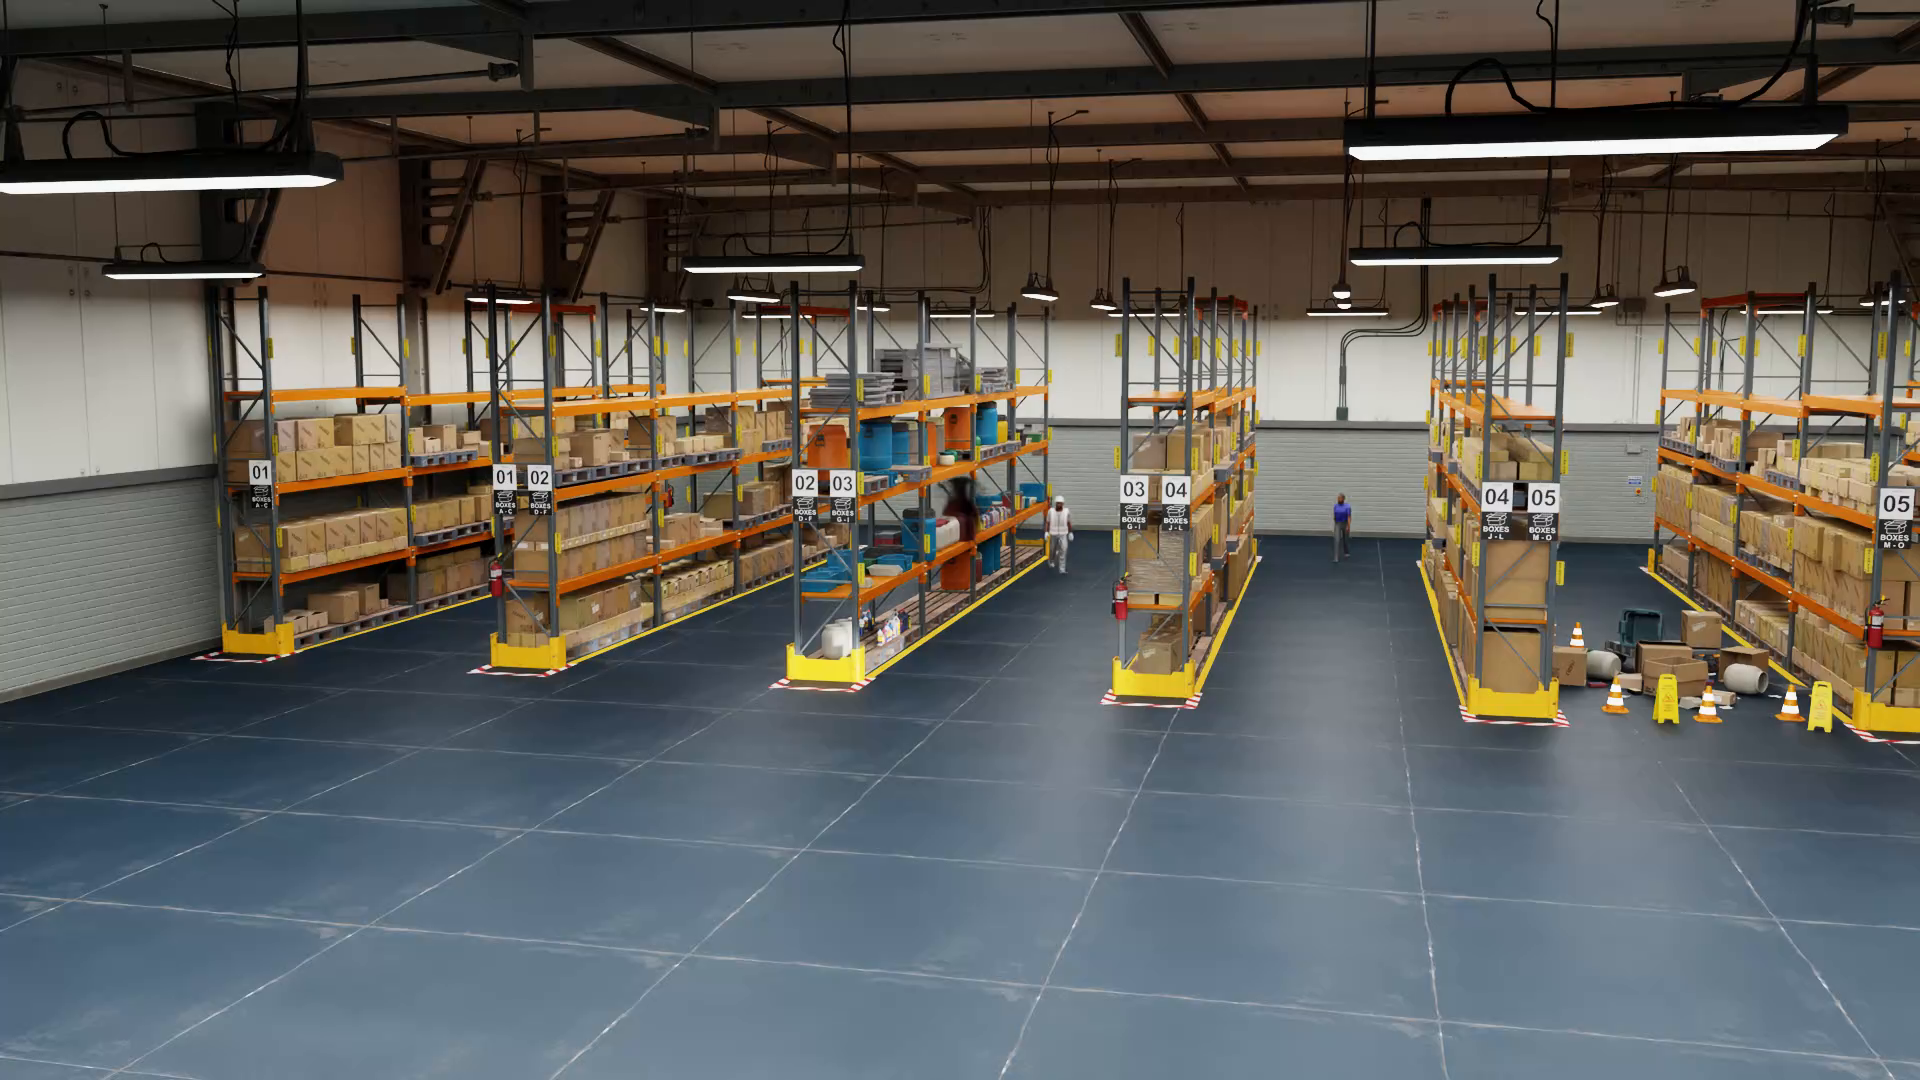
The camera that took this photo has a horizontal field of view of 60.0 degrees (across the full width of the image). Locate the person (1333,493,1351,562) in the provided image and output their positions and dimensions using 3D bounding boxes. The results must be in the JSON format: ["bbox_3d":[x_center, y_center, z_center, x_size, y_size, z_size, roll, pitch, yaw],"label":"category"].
[{"bbox_3d":[9.008,-0.273,39.230,0.434,1.542,0.969,2,7,16],"label":"person"}]

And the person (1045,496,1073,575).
[{"bbox_3d":[2.216,-0.123,37.174,0.660,1.747,1.012,0,7,0],"label":"person"}]
